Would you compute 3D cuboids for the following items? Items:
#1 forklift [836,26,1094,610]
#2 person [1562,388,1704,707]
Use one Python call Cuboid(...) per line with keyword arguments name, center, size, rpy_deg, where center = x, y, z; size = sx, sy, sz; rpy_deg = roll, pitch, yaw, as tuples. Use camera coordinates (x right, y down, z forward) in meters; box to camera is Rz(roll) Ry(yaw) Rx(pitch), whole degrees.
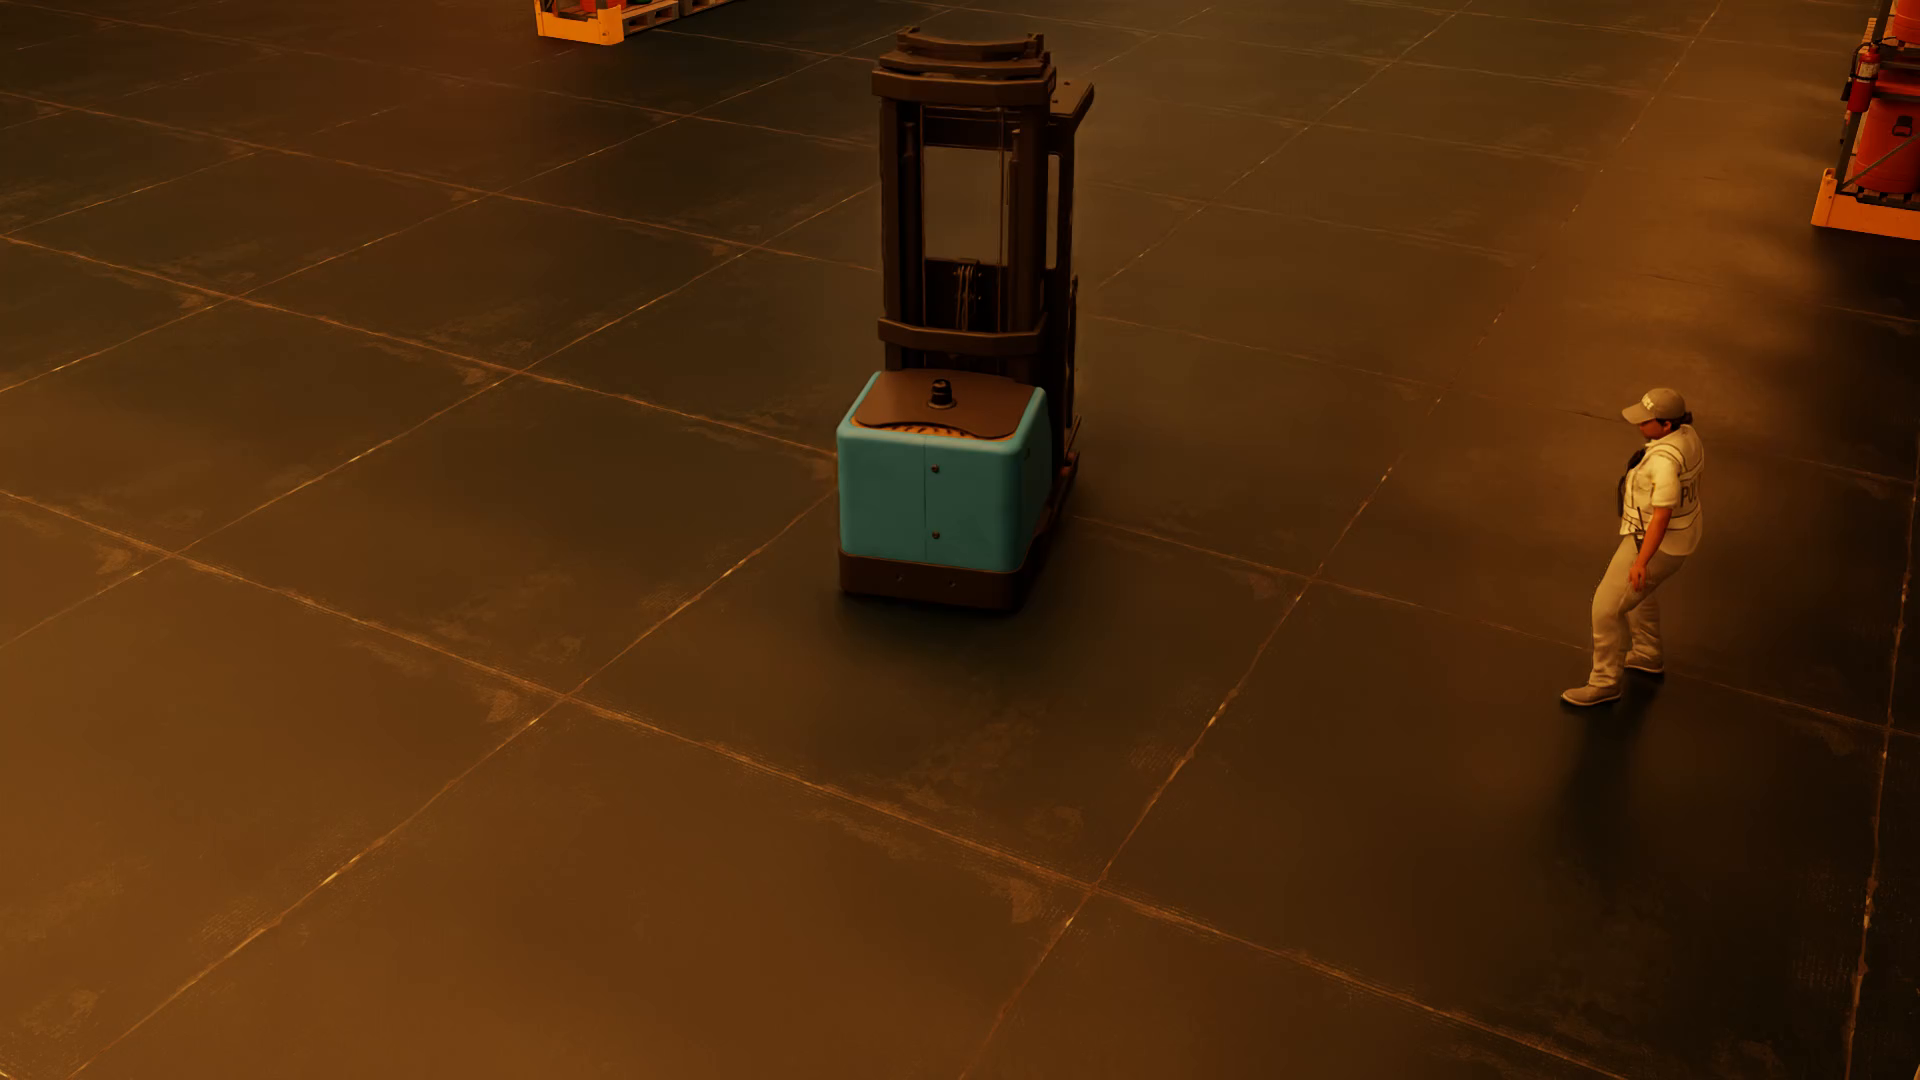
Cuboid(name="forklift", center=(0.147, -1.603, 9.848), size=(1.130, 2.935, 3.031), rpy_deg=(7, 31, 11))
Cuboid(name="person", center=(3.445, 0.008, 8.367), size=(0.470, 1.637, 0.810), rpy_deg=(19, 35, 29))
